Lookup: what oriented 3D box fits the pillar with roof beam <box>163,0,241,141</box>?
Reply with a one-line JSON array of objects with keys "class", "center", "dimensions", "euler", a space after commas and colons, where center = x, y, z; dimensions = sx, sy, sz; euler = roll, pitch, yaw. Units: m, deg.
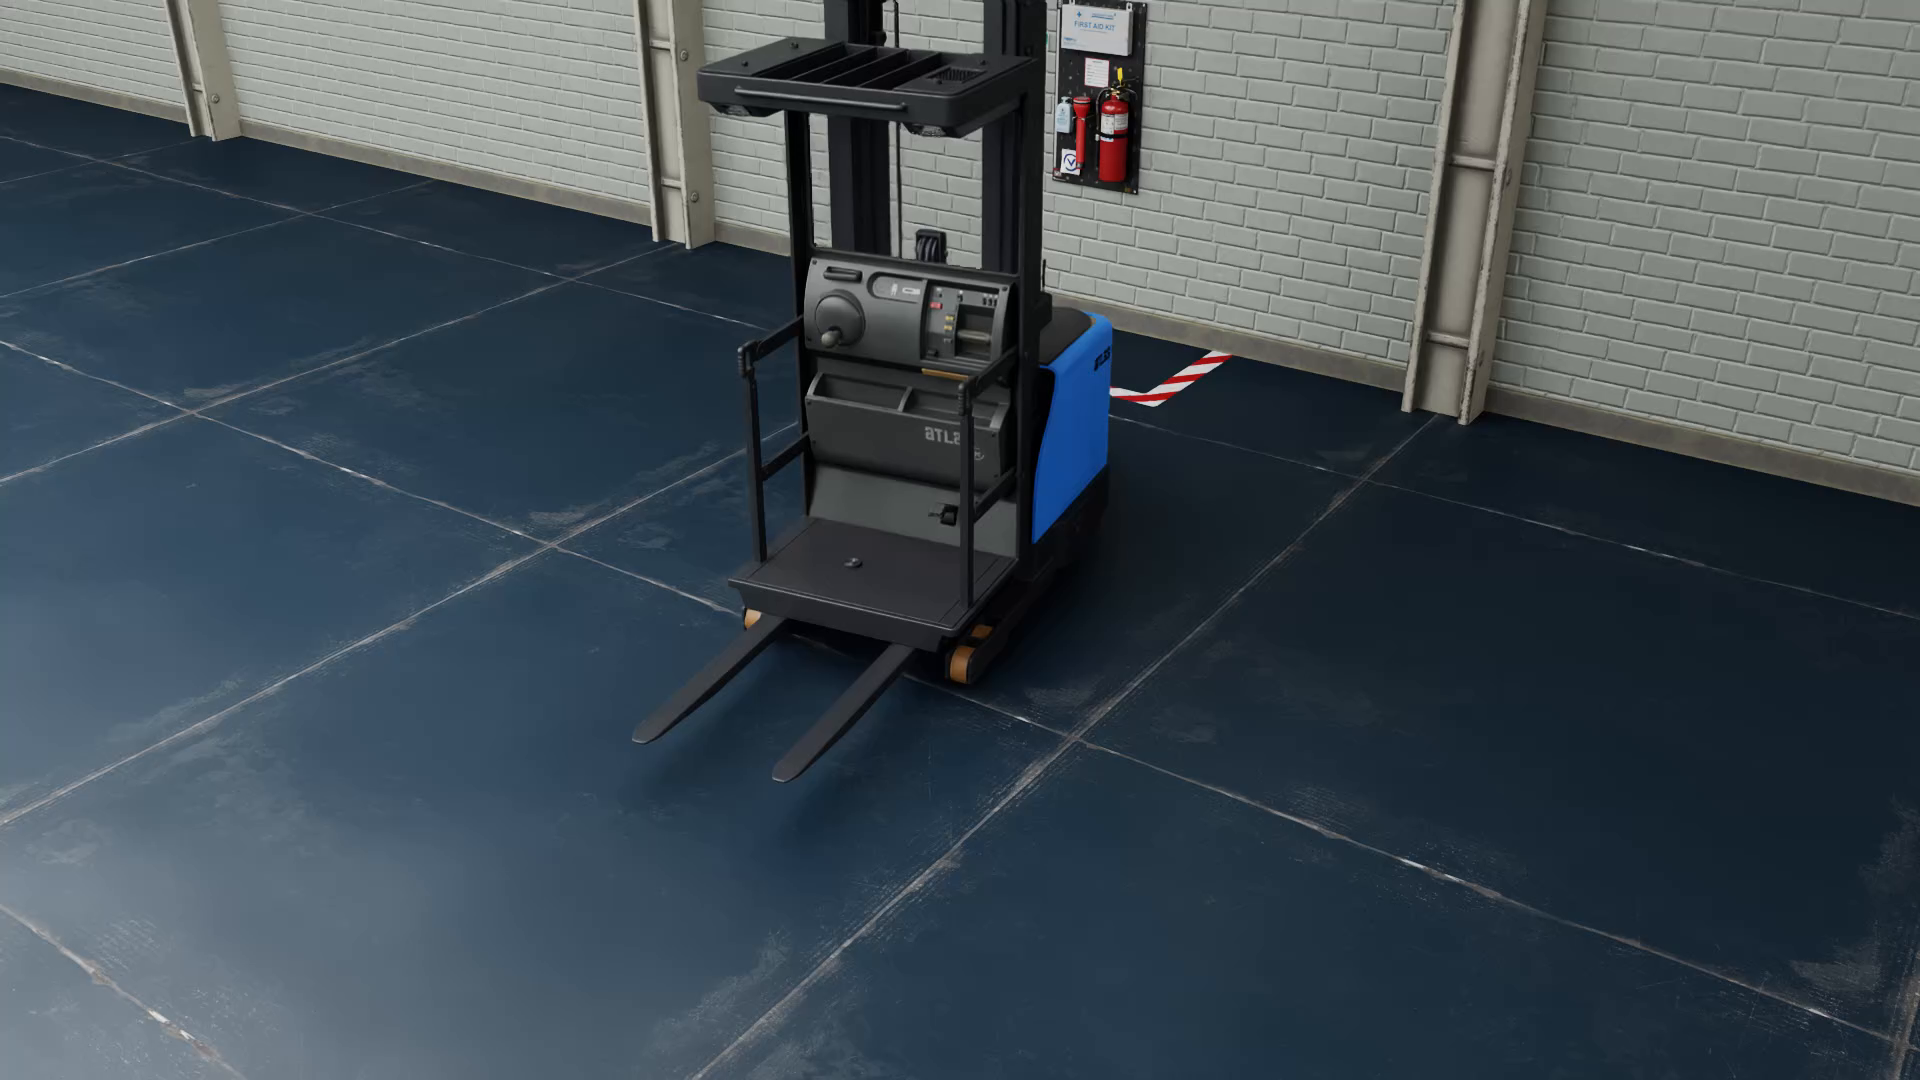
[{"class": "pillar with roof beam", "center": [-9.495, -6.249, 10.607], "dimensions": [0.400, 9.000, 9.100], "euler": [17, 32, 30]}]

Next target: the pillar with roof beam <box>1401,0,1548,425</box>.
[{"class": "pillar with roof beam", "center": [0.396, -3.167, 4.552], "dimensions": [0.400, 9.000, 9.100], "euler": [17, 32, 30]}]

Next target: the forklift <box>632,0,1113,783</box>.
[{"class": "forklift", "center": [-0.315, -0.916, 6.819], "dimensions": [1.130, 2.935, 3.031], "euler": [12, 29, 21]}]

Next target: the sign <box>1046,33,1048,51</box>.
[{"class": "sign", "center": [0.420, -3.180, 10.568], "dimensions": [0.331, 0.109, 0.001], "euler": [17, 32, 30]}]

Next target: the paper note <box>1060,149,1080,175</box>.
[{"class": "paper note", "center": [0.711, -2.430, 10.690], "dimensions": [0.142, 0.148, 0.016], "euler": [17, 32, 30]}]

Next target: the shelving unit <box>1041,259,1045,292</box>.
[{"class": "shelving unit", "center": [0.295, -0.848, 8.592], "dimensions": [0.189, 1.200, 0.258], "euler": [12, 29, 21]}]

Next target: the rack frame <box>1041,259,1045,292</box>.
[{"class": "rack frame", "center": [0.379, -0.831, 8.559], "dimensions": [0.006, 1.200, 0.240], "euler": [12, 29, 21]}]

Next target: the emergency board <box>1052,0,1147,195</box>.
[{"class": "emergency board", "center": [0.818, -2.752, 10.350], "dimensions": [0.643, 1.169, 0.194], "euler": [17, 32, 30]}]

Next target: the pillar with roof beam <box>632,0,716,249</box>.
[{"class": "pillar with roof beam", "center": [-4.549, -4.708, 7.579], "dimensions": [0.400, 9.000, 9.100], "euler": [17, 32, 30]}]
